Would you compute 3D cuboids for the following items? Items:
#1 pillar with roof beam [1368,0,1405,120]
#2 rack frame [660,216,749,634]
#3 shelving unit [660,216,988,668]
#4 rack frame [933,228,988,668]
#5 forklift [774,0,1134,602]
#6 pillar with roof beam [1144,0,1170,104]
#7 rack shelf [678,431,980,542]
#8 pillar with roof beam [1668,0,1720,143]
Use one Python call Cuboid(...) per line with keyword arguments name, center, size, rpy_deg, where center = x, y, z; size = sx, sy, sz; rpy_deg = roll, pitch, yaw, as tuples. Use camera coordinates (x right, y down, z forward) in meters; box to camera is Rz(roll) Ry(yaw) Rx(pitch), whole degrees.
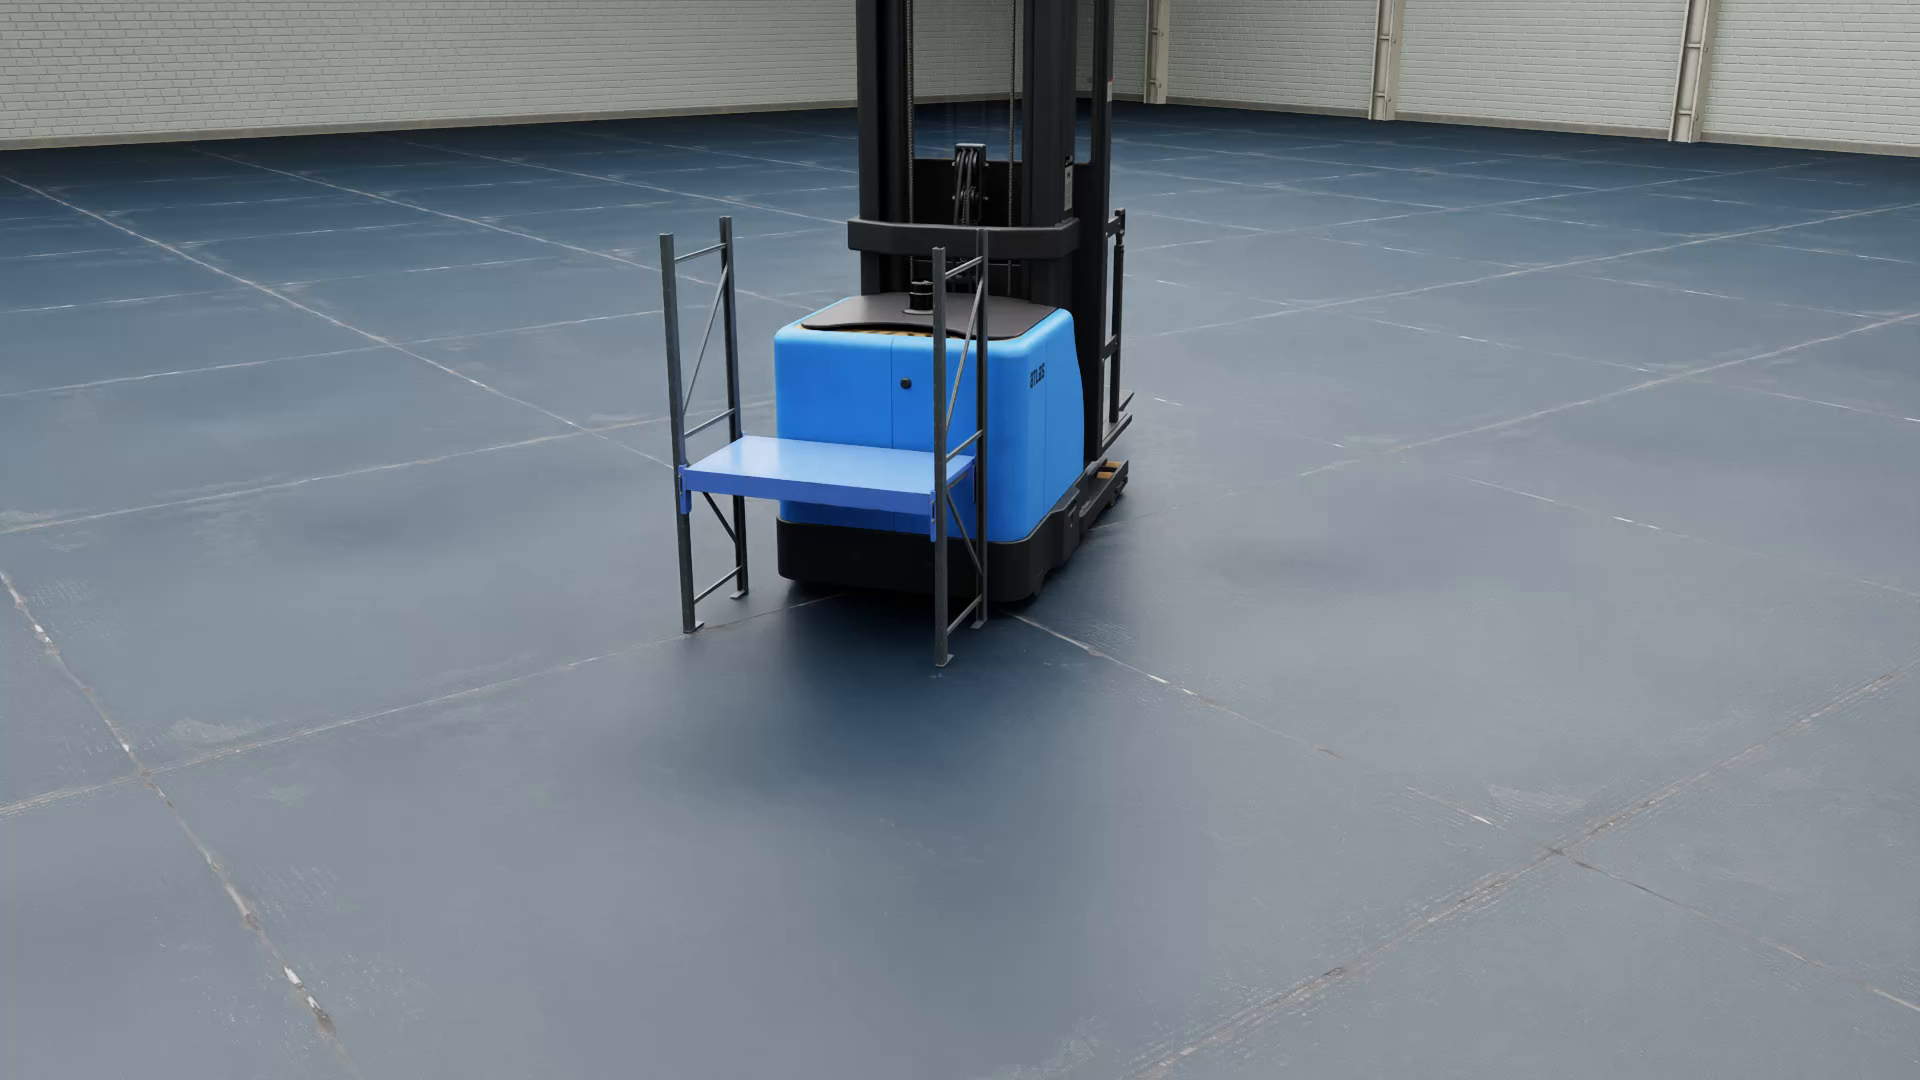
Cuboid(name="pillar with roof beam", center=(4.529, -11.314, 27.216), size=(9.100, 9.000, 0.400), rpy_deg=(-14, 23, -36))
Cuboid(name="rack frame", center=(-0.954, -0.433, 6.276), size=(0.032, 1.500, 0.500), rpy_deg=(6, 20, 18))
Cuboid(name="shelving unit", center=(-0.474, -0.380, 6.118), size=(1.048, 1.500, 0.538), rpy_deg=(6, 20, 18))
Cuboid(name="rack frame", center=(0.007, -0.328, 5.959), size=(0.032, 1.500, 0.500), rpy_deg=(6, 20, 18))
Cuboid(name="forklift", center=(0.183, -1.579, 7.467), size=(1.130, 2.935, 3.031), rpy_deg=(6, 19, 16))
Cuboid(name="pillar with roof beam", center=(0.804, -12.793, 31.681), size=(9.100, 9.000, 0.400), rpy_deg=(-14, 23, -36))
Cuboid(name="rack shelf", center=(-0.473, -0.210, 6.175), size=(1.000, 0.185, 0.538), rpy_deg=(6, 20, 18))
Cuboid(name="pillar with roof beam", center=(8.255, -9.836, 22.751), size=(9.100, 9.000, 0.400), rpy_deg=(-14, 23, -36))
